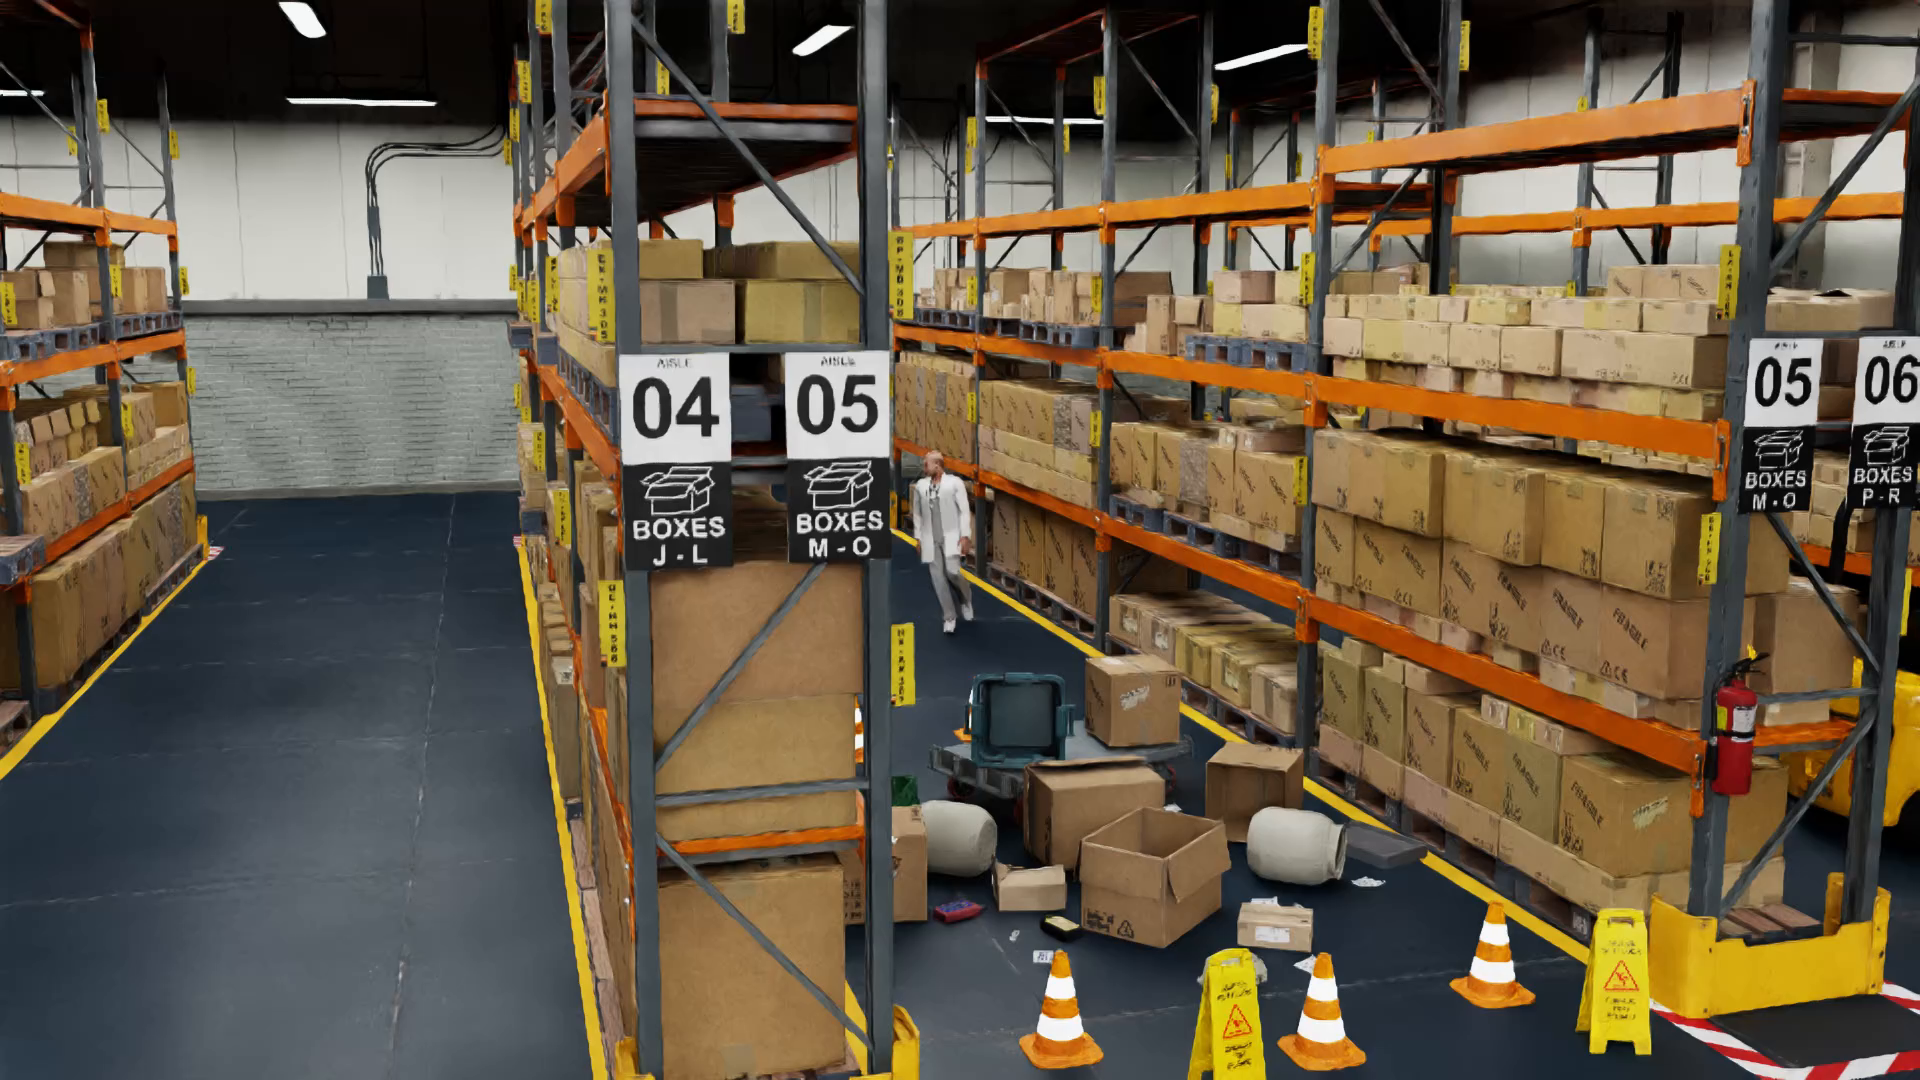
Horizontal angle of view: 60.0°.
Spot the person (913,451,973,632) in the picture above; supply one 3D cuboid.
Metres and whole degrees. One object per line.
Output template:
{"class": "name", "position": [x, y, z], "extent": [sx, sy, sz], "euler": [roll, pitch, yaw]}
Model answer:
{"class": "person", "position": [-0.181, 0.012, 16.446], "extent": [0.652, 1.729, 0.596], "euler": [3, 9, 17]}
